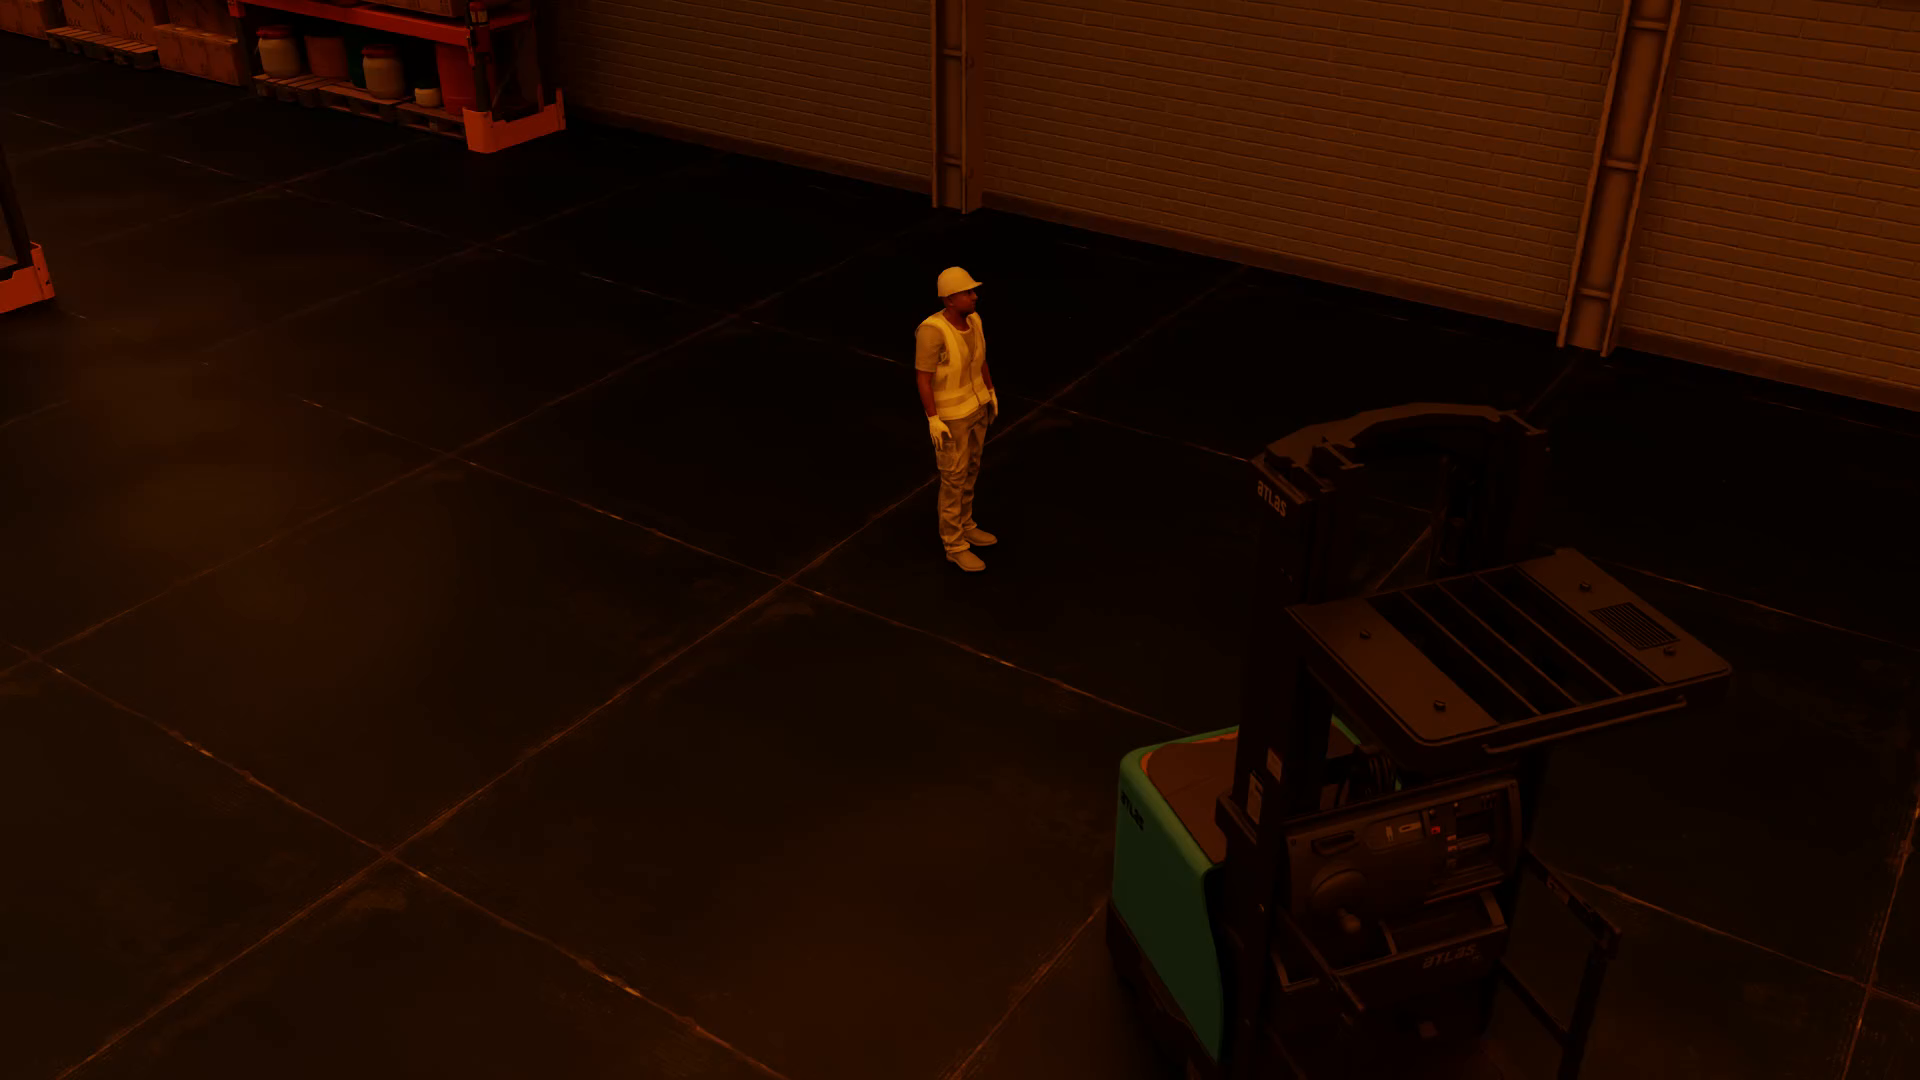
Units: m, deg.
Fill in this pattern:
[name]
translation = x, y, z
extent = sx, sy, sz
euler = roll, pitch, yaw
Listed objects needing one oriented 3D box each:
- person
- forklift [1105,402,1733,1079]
[person]
translation = 0.055, -0.754, 10.007
extent = 0.575, 1.785, 0.657
euler = 19, 35, 29
[forklift]
translation = 1.623, 1.146, 5.607
extent = 1.130, 2.935, 3.031
euler = -10, 32, -17
